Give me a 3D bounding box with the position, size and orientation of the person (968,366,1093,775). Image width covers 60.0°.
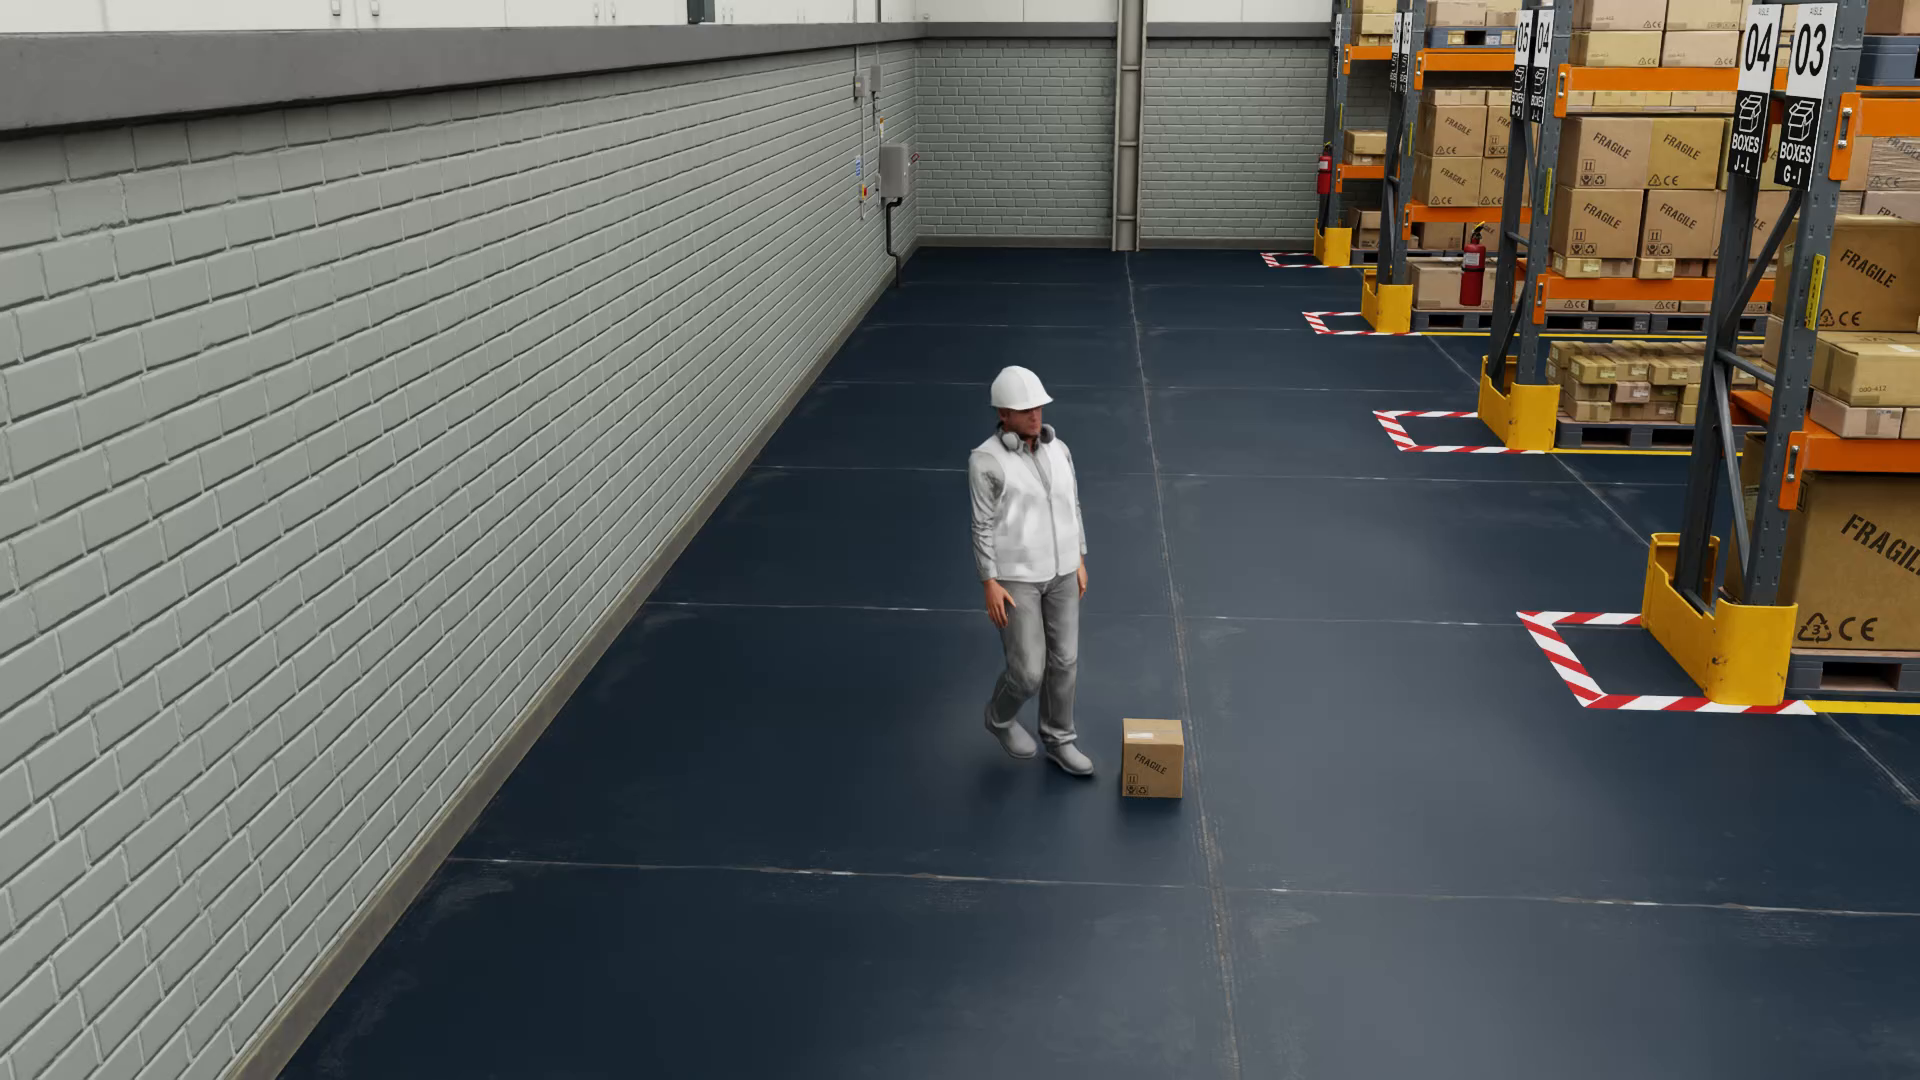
[{"bbox_3d":[0.332,0.145,7.034,0.565,1.764,0.490,-13,21,-35],"label":"person"}]
